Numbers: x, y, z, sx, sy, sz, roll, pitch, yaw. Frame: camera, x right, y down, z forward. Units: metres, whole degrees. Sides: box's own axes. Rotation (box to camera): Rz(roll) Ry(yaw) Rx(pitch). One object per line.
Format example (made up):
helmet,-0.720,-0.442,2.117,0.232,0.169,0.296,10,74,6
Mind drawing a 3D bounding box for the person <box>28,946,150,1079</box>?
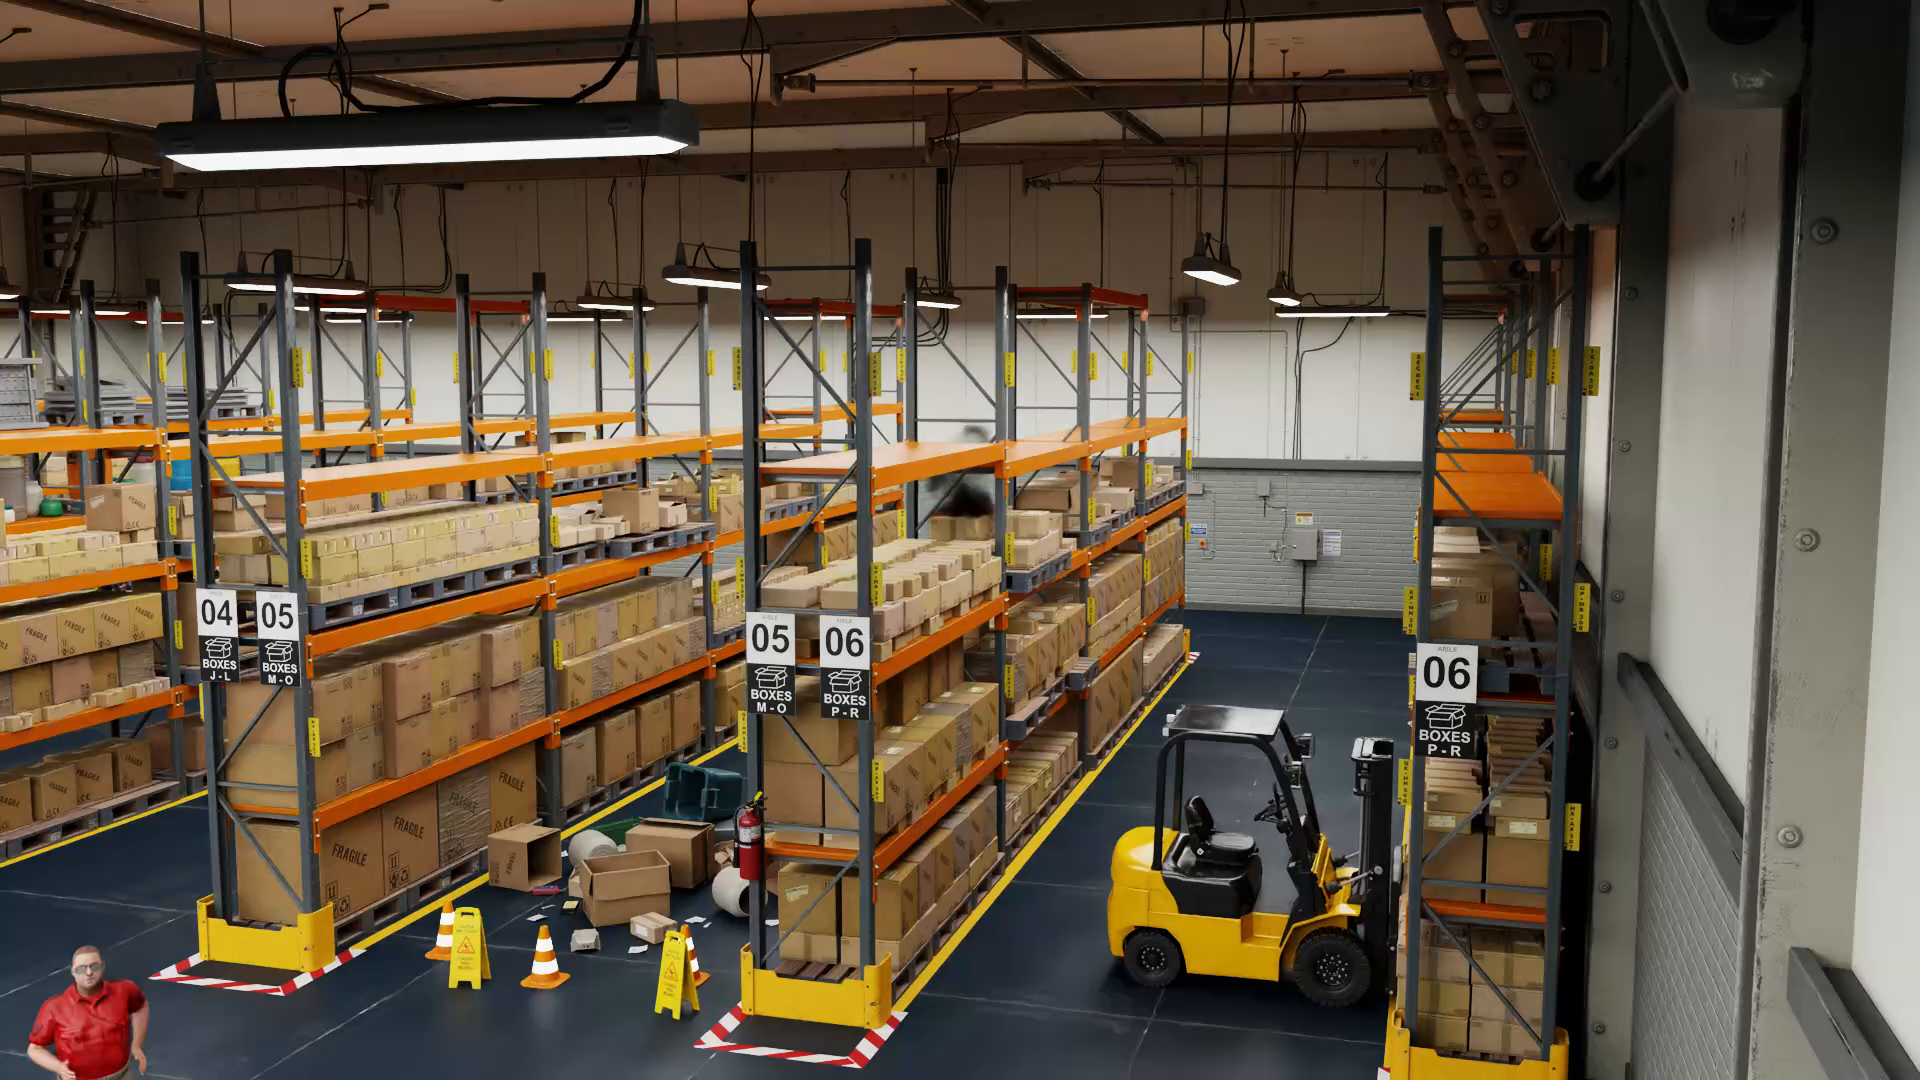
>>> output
person,-5.071,3.223,9.756,0.664,1.725,0.954,-4,8,-34
